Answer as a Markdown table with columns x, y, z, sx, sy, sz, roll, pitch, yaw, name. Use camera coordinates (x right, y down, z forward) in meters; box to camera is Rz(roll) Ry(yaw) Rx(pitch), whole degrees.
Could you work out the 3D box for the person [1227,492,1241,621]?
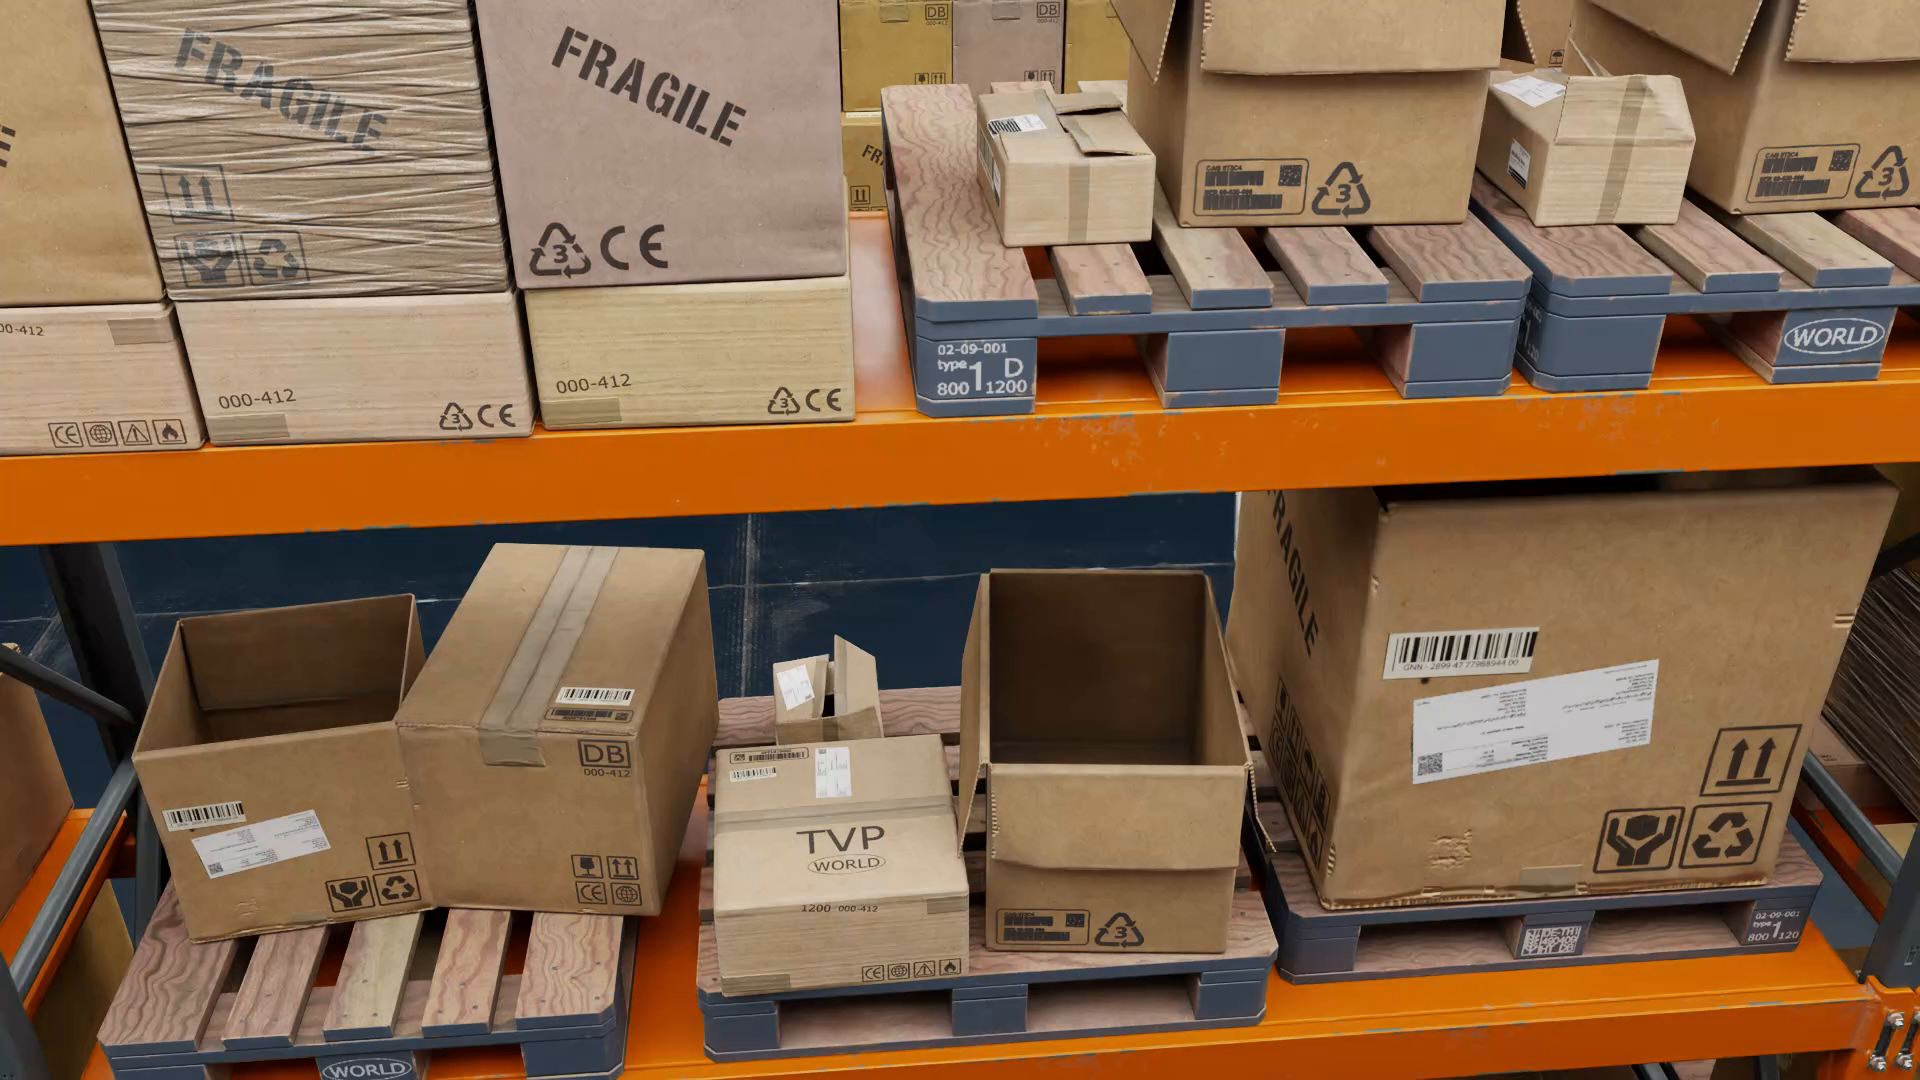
| x | y | z | sx | sy | sz | roll | pitch | yaw | name |
| --- | --- | --- | --- | --- | --- | --- | --- | --- | --- |
| 1.125 | 0.365 | 5.529 | 0.593 | 1.747 | 0.600 | 5 | 31 | 8 | person |
